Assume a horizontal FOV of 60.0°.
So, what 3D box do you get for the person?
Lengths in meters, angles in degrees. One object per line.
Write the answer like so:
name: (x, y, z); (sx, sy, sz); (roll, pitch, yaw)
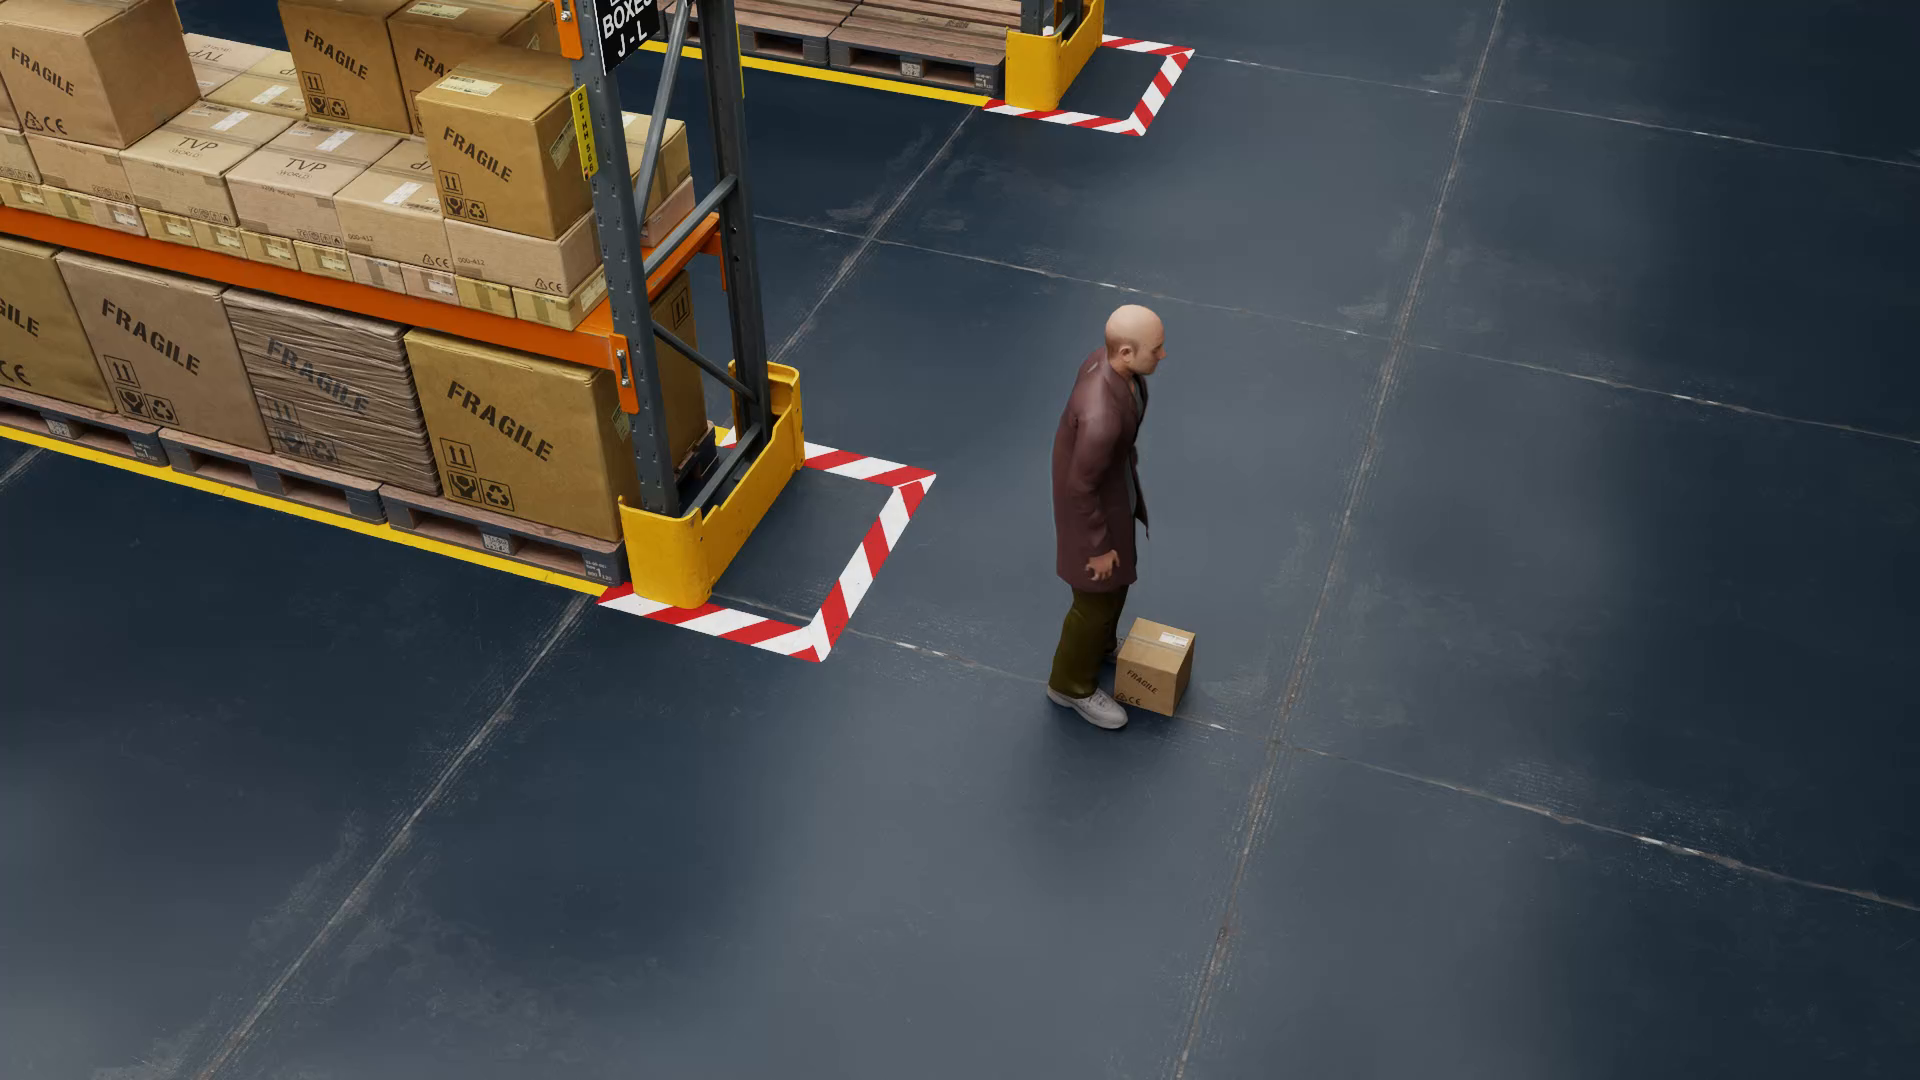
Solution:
person: (0.558, -0.124, 6.313); (0.423, 1.773, 0.653); (11, 42, 13)
